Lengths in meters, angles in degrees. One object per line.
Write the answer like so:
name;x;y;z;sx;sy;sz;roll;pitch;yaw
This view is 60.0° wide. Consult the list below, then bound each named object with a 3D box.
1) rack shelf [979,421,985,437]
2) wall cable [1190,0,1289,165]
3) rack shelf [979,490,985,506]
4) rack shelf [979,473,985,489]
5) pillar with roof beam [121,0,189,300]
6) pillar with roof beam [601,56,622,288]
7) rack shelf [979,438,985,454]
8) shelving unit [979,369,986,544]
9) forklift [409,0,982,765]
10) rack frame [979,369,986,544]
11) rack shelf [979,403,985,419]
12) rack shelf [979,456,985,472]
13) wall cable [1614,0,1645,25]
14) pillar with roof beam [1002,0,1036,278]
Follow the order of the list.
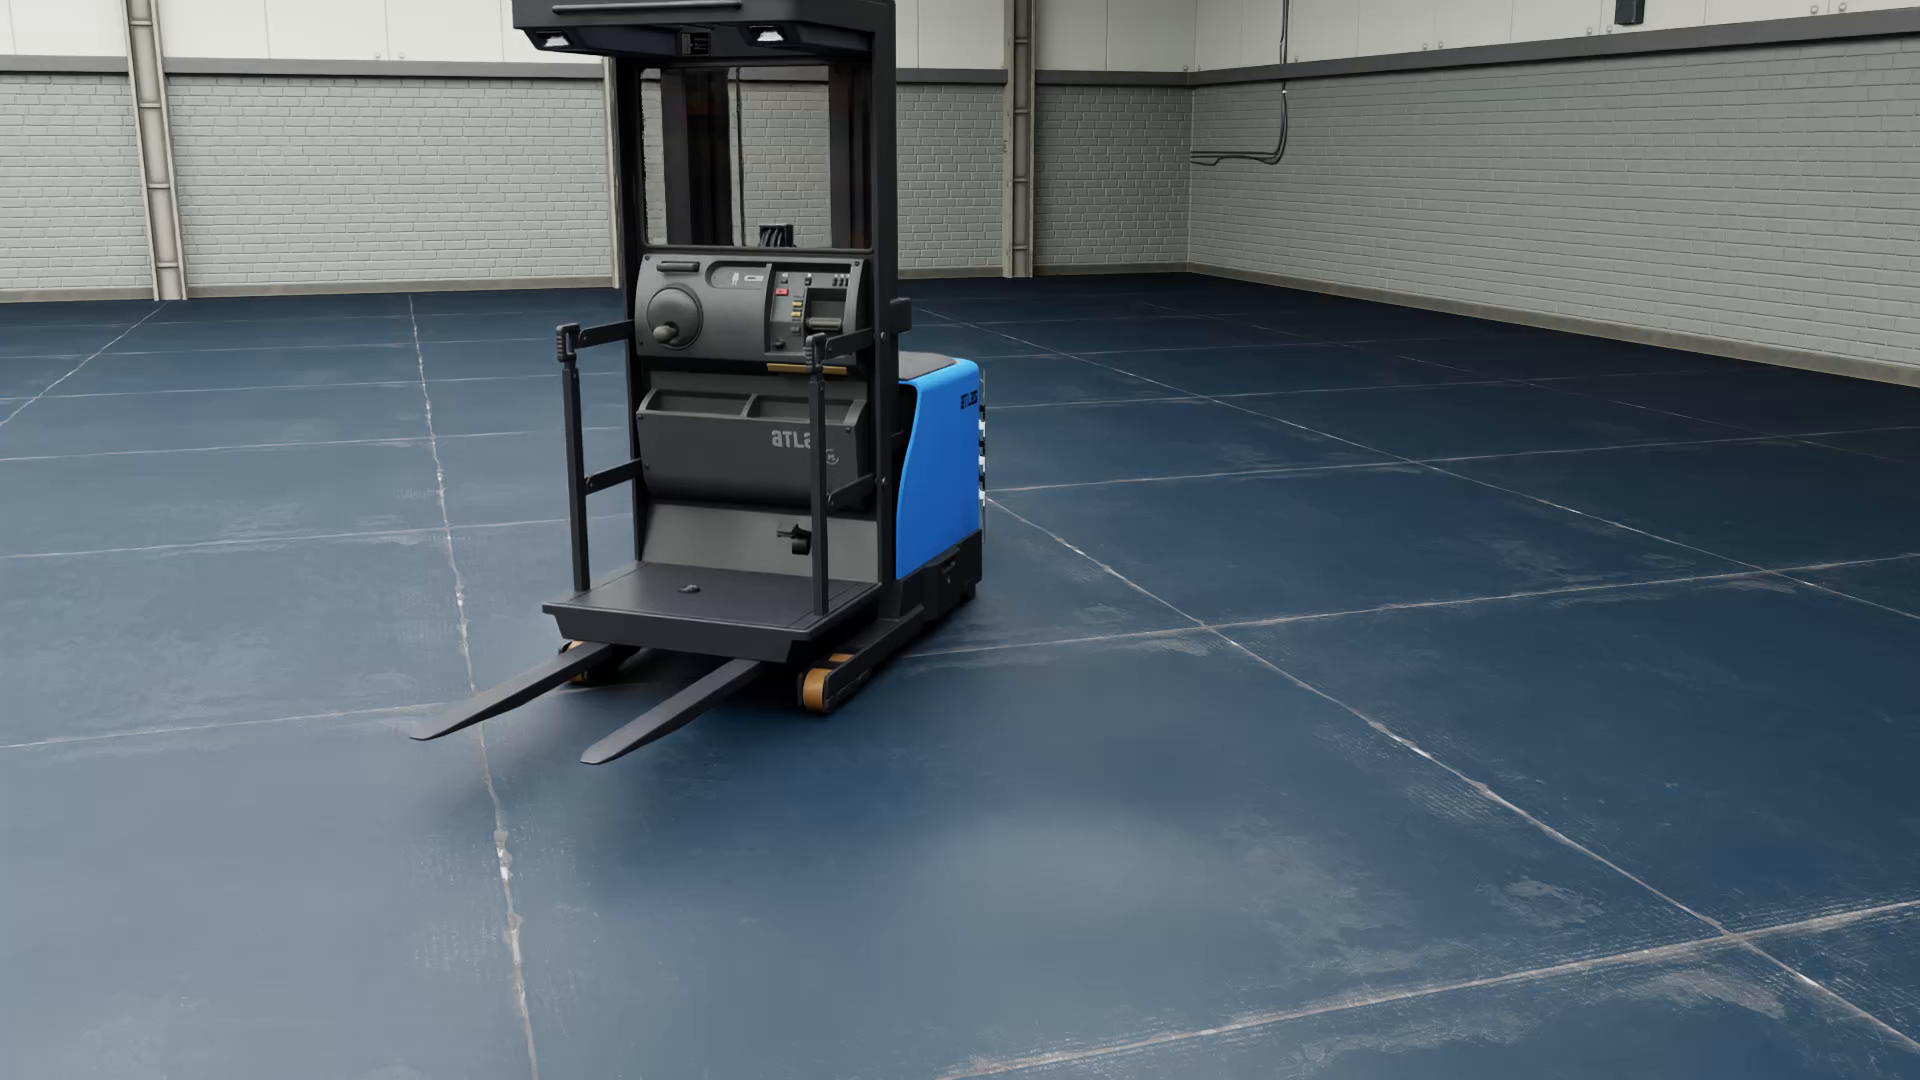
rack shelf;-0.008;-0.580;8.502;0.200;0.077;0.258;-4;14;-18
wall cable;4.108;-6.884;24.849;0.112;2.526;3.097;-4;14;-18
rack shelf;-0.008;-0.230;8.586;0.200;0.077;0.258;-4;14;-18
rack shelf;-0.008;-0.317;8.565;0.200;0.077;0.258;-4;14;-18
pillar with roof beam;-9.106;-6.638;17.102;0.400;9.000;9.100;-4;14;-18
pillar with roof beam;-3.419;-7.081;18.964;0.400;9.000;9.100;-4;14;-18
rack shelf;-0.008;-0.492;8.523;0.200;0.077;0.258;-4;14;-18
shelving unit;-0.008;-0.437;8.536;0.210;0.900;0.258;-4;14;-18
forklift;-0.875;-0.905;6.115;1.130;2.935;3.031;5;14;19
rack frame;0.089;-0.445;8.568;0.006;0.900;0.240;-4;14;-18
rack shelf;-0.008;-0.667;8.481;0.200;0.077;0.258;-4;14;-18
rack shelf;-0.008;-0.405;8.544;0.200;0.077;0.258;-4;14;-18
wall cable;7.121;-7.966;15.338;0.169;6.003;2.305;-4;14;-18
pillar with roof beam;2.267;-7.523;20.826;0.400;9.000;9.100;-4;14;-18
